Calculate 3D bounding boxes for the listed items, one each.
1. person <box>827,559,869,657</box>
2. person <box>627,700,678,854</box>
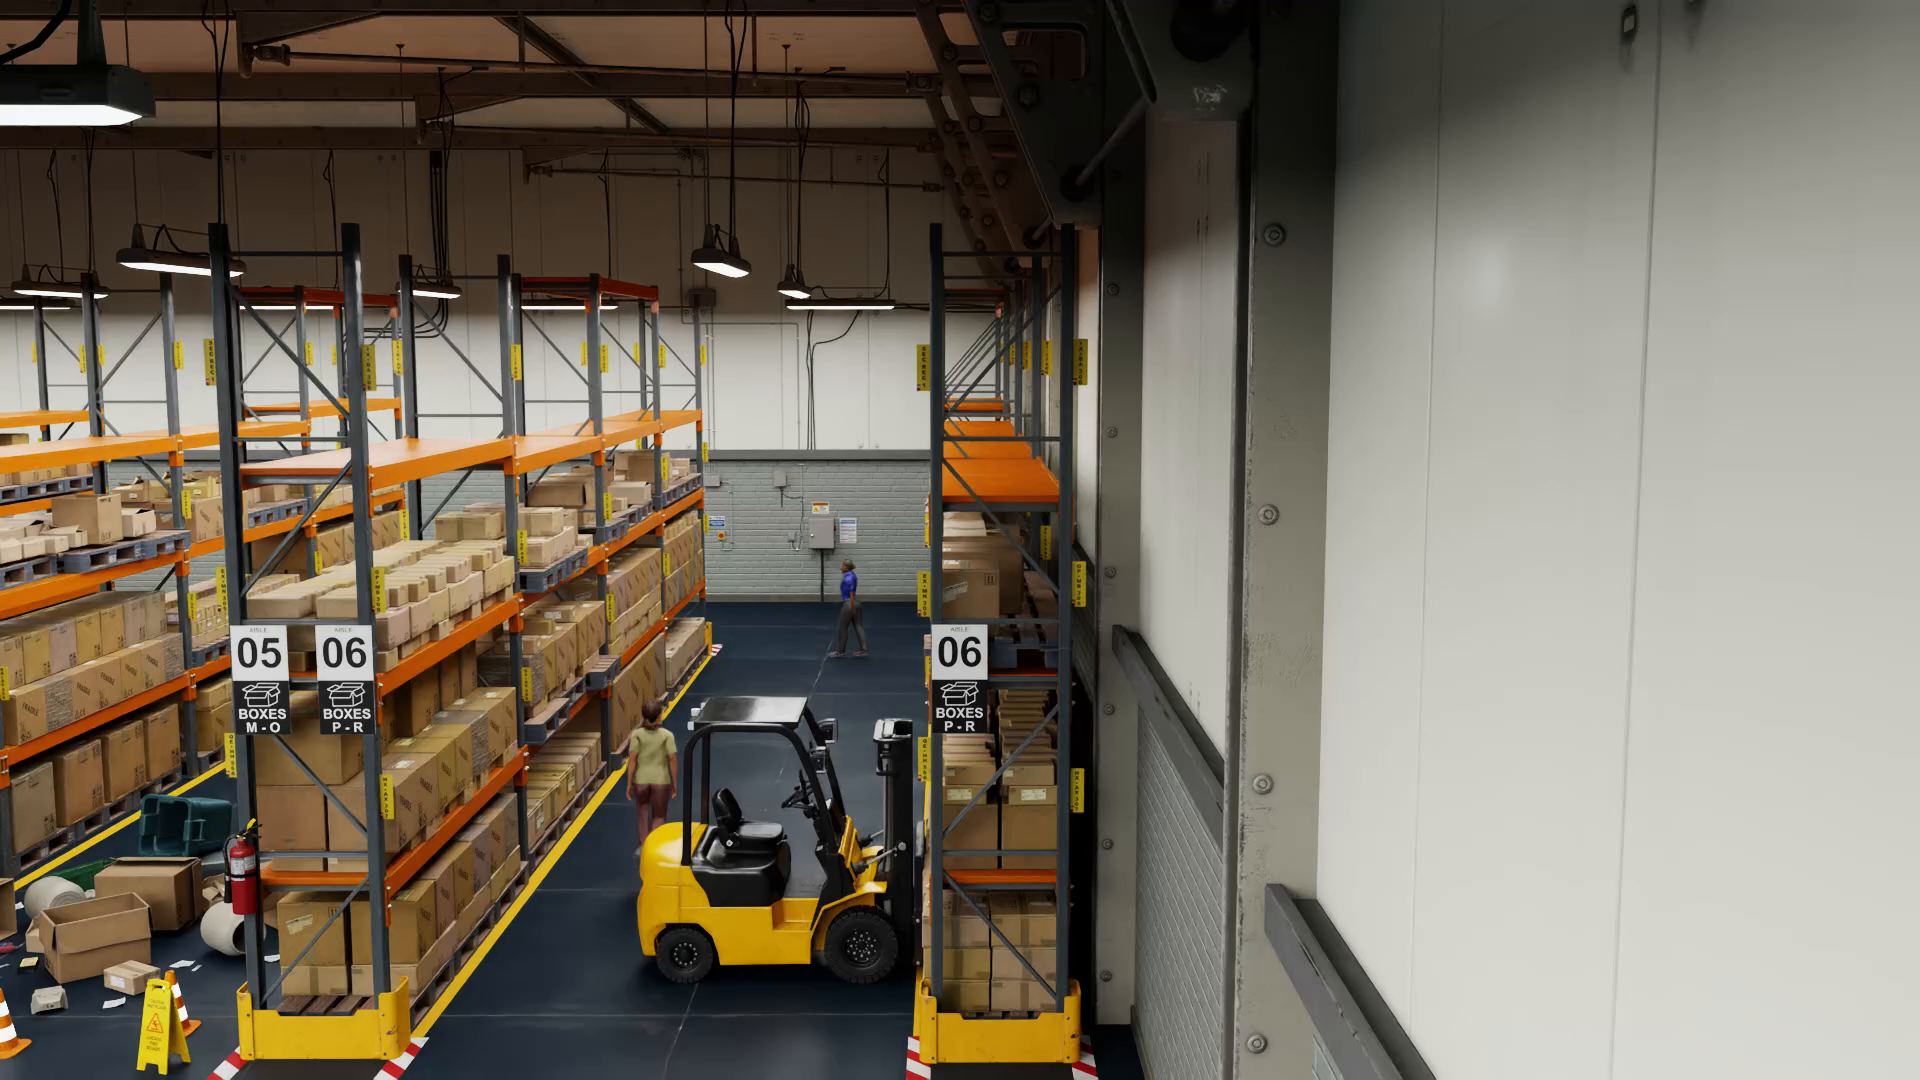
[{"bbox_3d":[-1.861,1.125,27.620,0.706,1.647,0.460,2,7,16],"label":"person"},{"bbox_3d":[-2.937,2.310,15.918,0.482,1.572,0.670,-1,7,-4],"label":"person"}]
